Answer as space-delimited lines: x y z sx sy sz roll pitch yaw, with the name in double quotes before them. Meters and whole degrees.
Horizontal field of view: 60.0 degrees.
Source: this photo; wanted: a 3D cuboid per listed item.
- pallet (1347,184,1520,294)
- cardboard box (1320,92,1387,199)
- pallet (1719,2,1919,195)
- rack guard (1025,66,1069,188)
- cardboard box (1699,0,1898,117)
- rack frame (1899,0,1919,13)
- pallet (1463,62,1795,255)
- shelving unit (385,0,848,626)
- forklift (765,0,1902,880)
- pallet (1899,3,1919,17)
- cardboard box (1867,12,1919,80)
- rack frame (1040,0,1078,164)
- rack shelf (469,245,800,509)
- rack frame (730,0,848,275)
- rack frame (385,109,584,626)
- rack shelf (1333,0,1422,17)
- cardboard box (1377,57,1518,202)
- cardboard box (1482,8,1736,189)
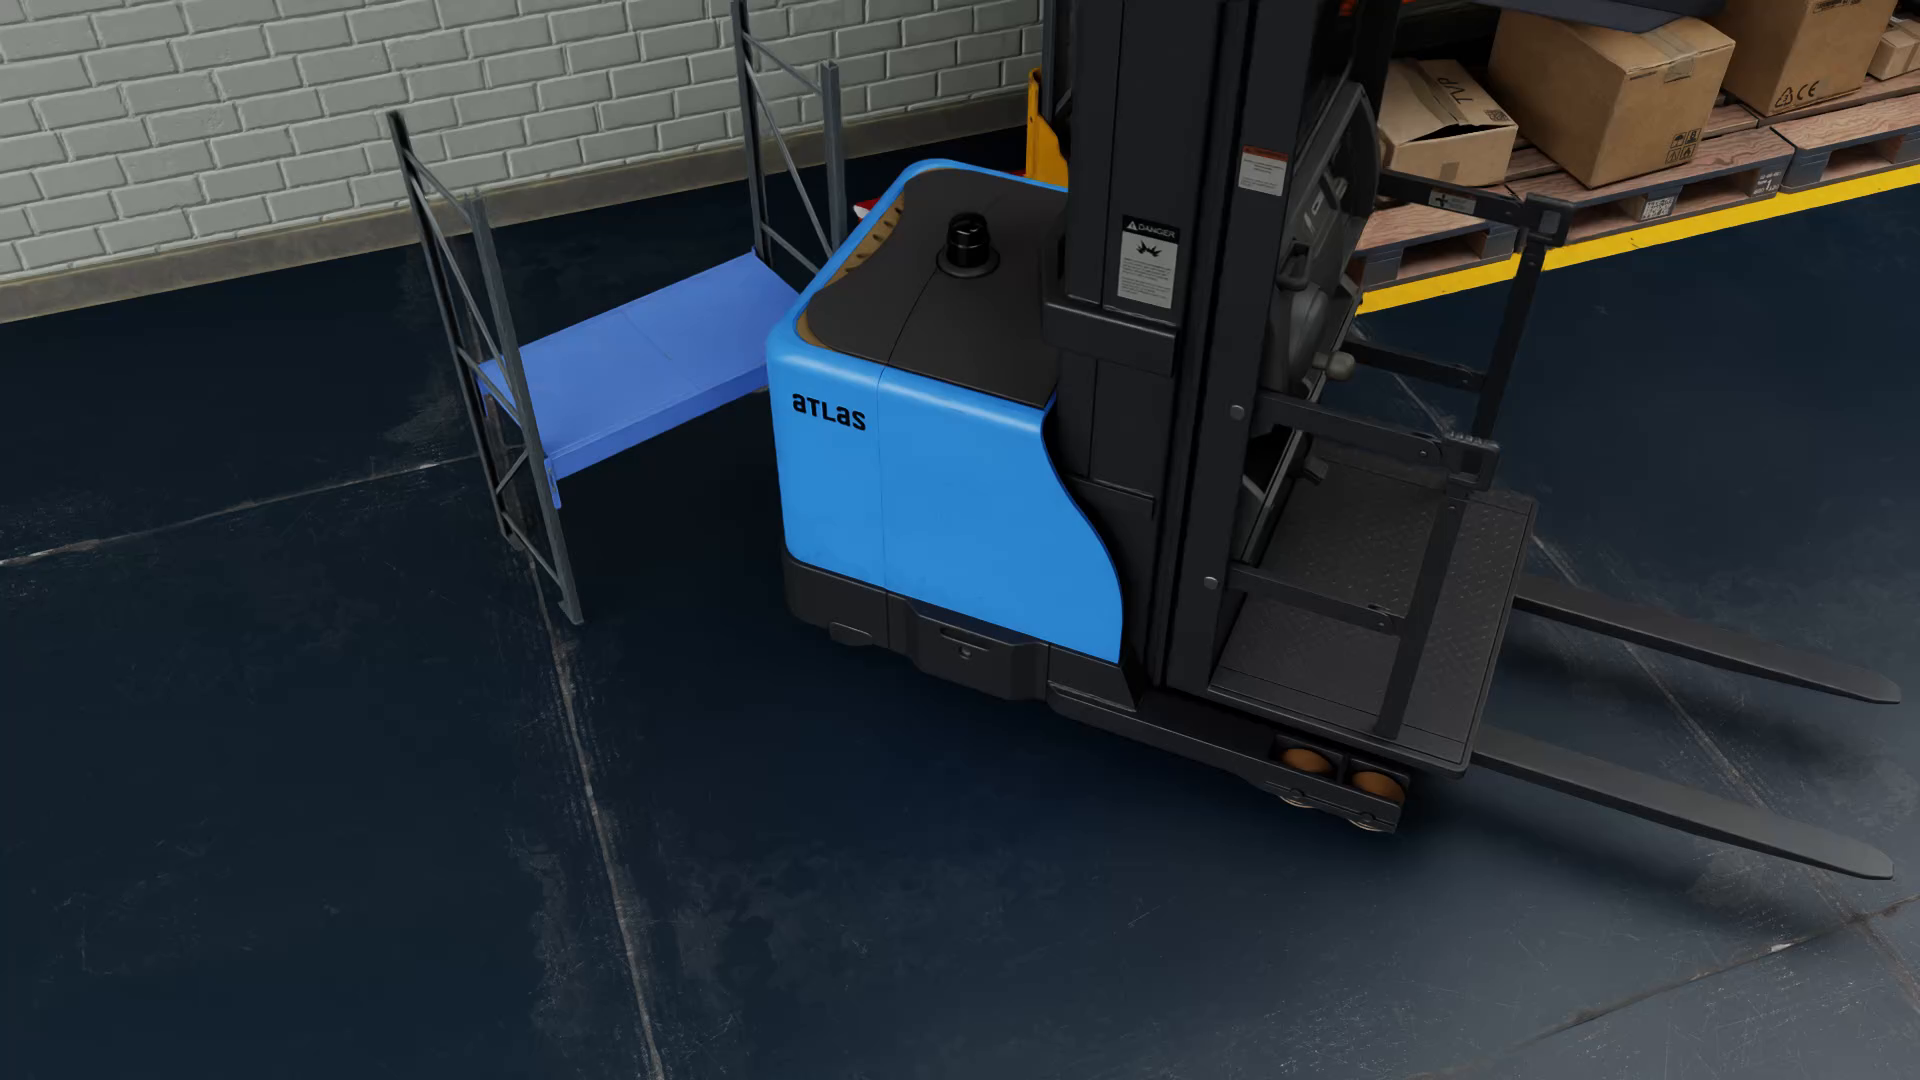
"pallet" 1.379 -1.335 6.432 1.213 0.211 1.003 -14 47 -14
"cardboard box" 1.212 -1.442 6.157 0.500 0.311 0.500 -19 48 -18
"pallet" 3.674 -1.922 7.017 1.213 0.211 1.003 -14 47 -14
"rack guard" 0.602 -1.265 6.158 0.348 0.500 1.175 -14 47 -14
"cardboard box" 3.331 -2.088 6.668 0.500 0.500 0.500 -18 48 -17
"rack frame" 4.293 -3.092 6.213 0.127 3.000 1.000 -14 47 -14
"pallet" 2.524 -1.626 6.722 1.213 0.211 1.003 -14 47 -14
"shelving unit" -0.887 -0.635 4.824 1.048 1.500 0.538 -28 51 -25
"forklift" 1.045 -0.685 3.863 3.031 2.935 1.130 17 48 16
"pallet" 5.025 -2.295 7.389 1.213 0.211 1.003 -14 47 -14
"cardboard box" 3.800 -2.098 6.913 0.250 0.166 0.380 -20 49 -19
"rack frame" 0.531 -2.130 5.255 0.127 3.000 1.000 -14 47 -14
"rack shelf" -0.887 -0.508 4.951 1.000 0.185 0.538 -28 51 -25
"rack frame" -0.482 -0.852 5.040 0.032 1.500 0.500 -28 51 -25
"rack frame" -1.293 -0.418 4.608 0.032 1.500 0.500 -28 51 -25
"rack shelf" 2.412 -2.357 5.989 4.000 0.370 1.077 -14 47 -14
"cardboard box" 1.749 -1.579 6.294 0.500 0.311 0.500 -11 46 -11
"cardboard box" 2.456 -1.789 6.370 0.500 0.500 0.700 -17 48 -16
